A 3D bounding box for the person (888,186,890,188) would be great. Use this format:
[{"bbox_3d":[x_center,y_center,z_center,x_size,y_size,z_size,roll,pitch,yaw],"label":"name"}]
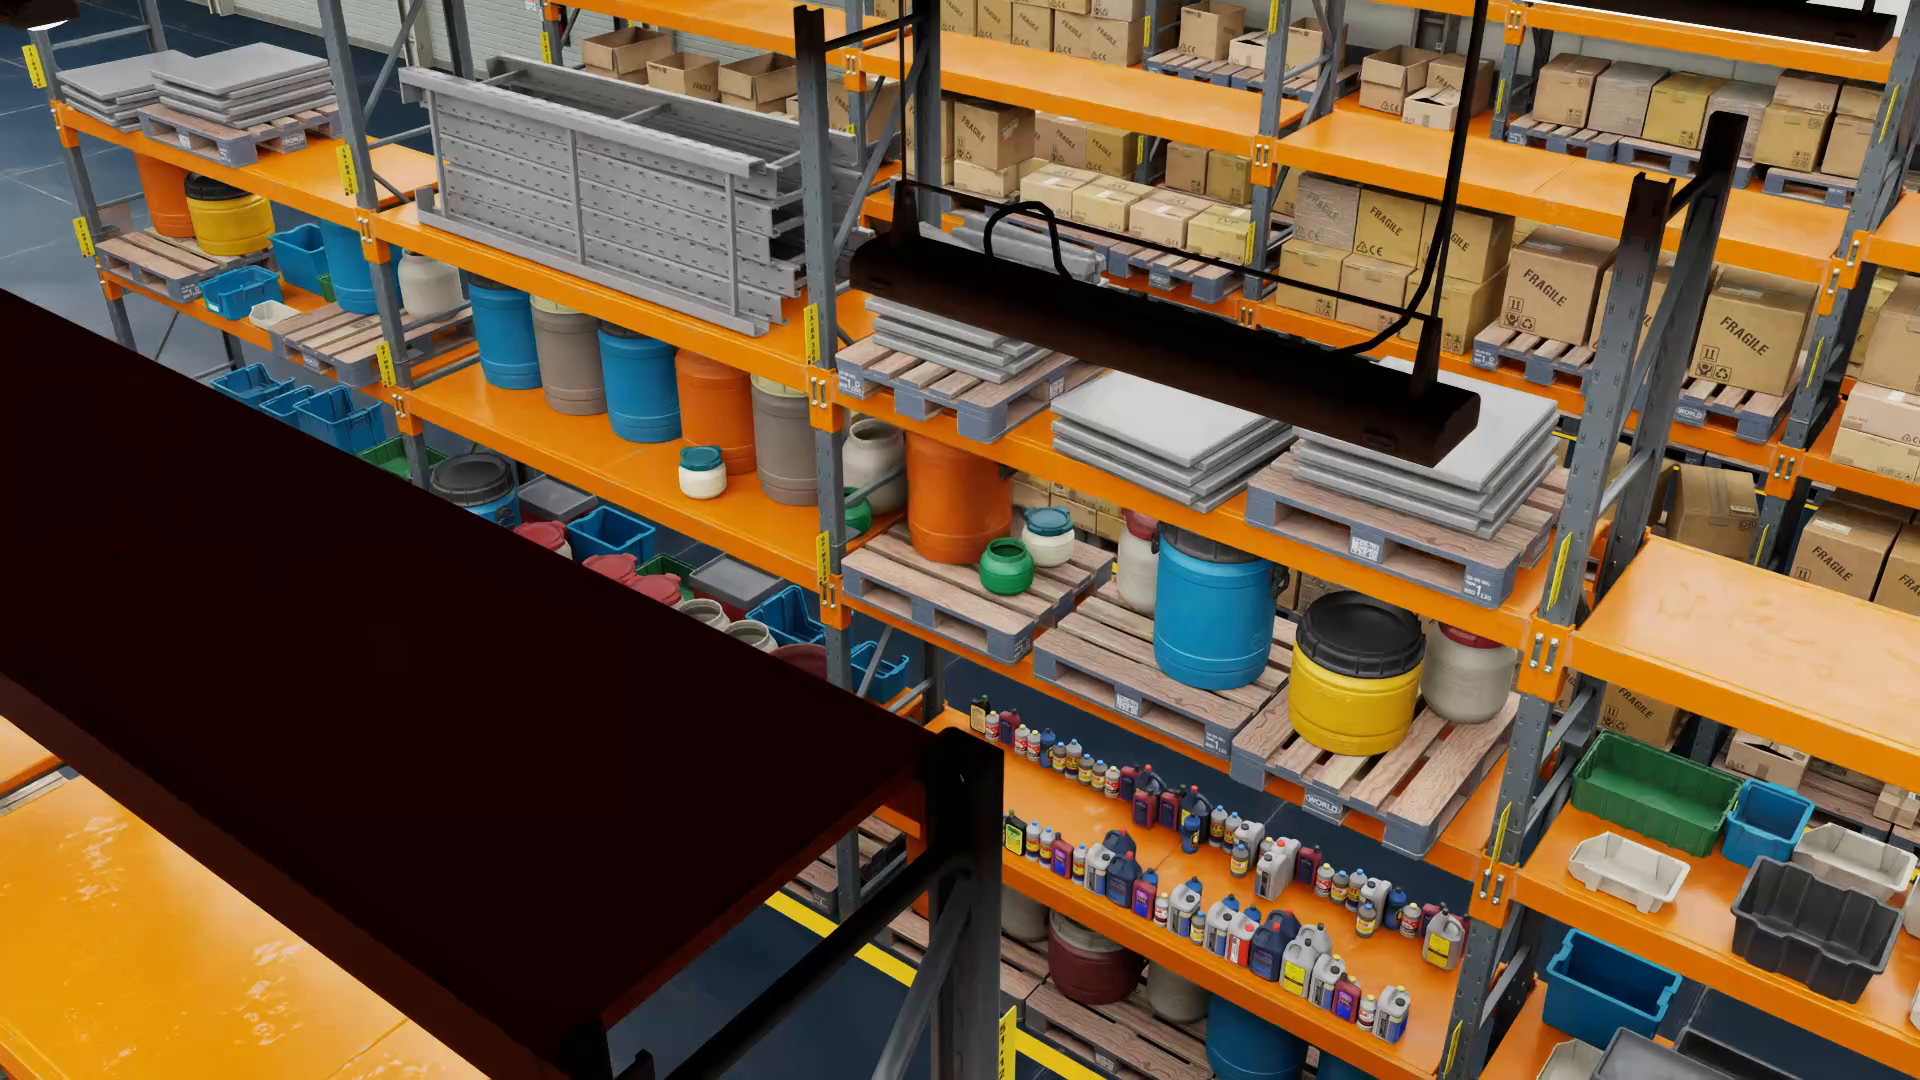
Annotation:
[{"bbox_3d":[-0.729,-3.467,19.257,0.475,1.800,0.617,1,31,1],"label":"person"}]
